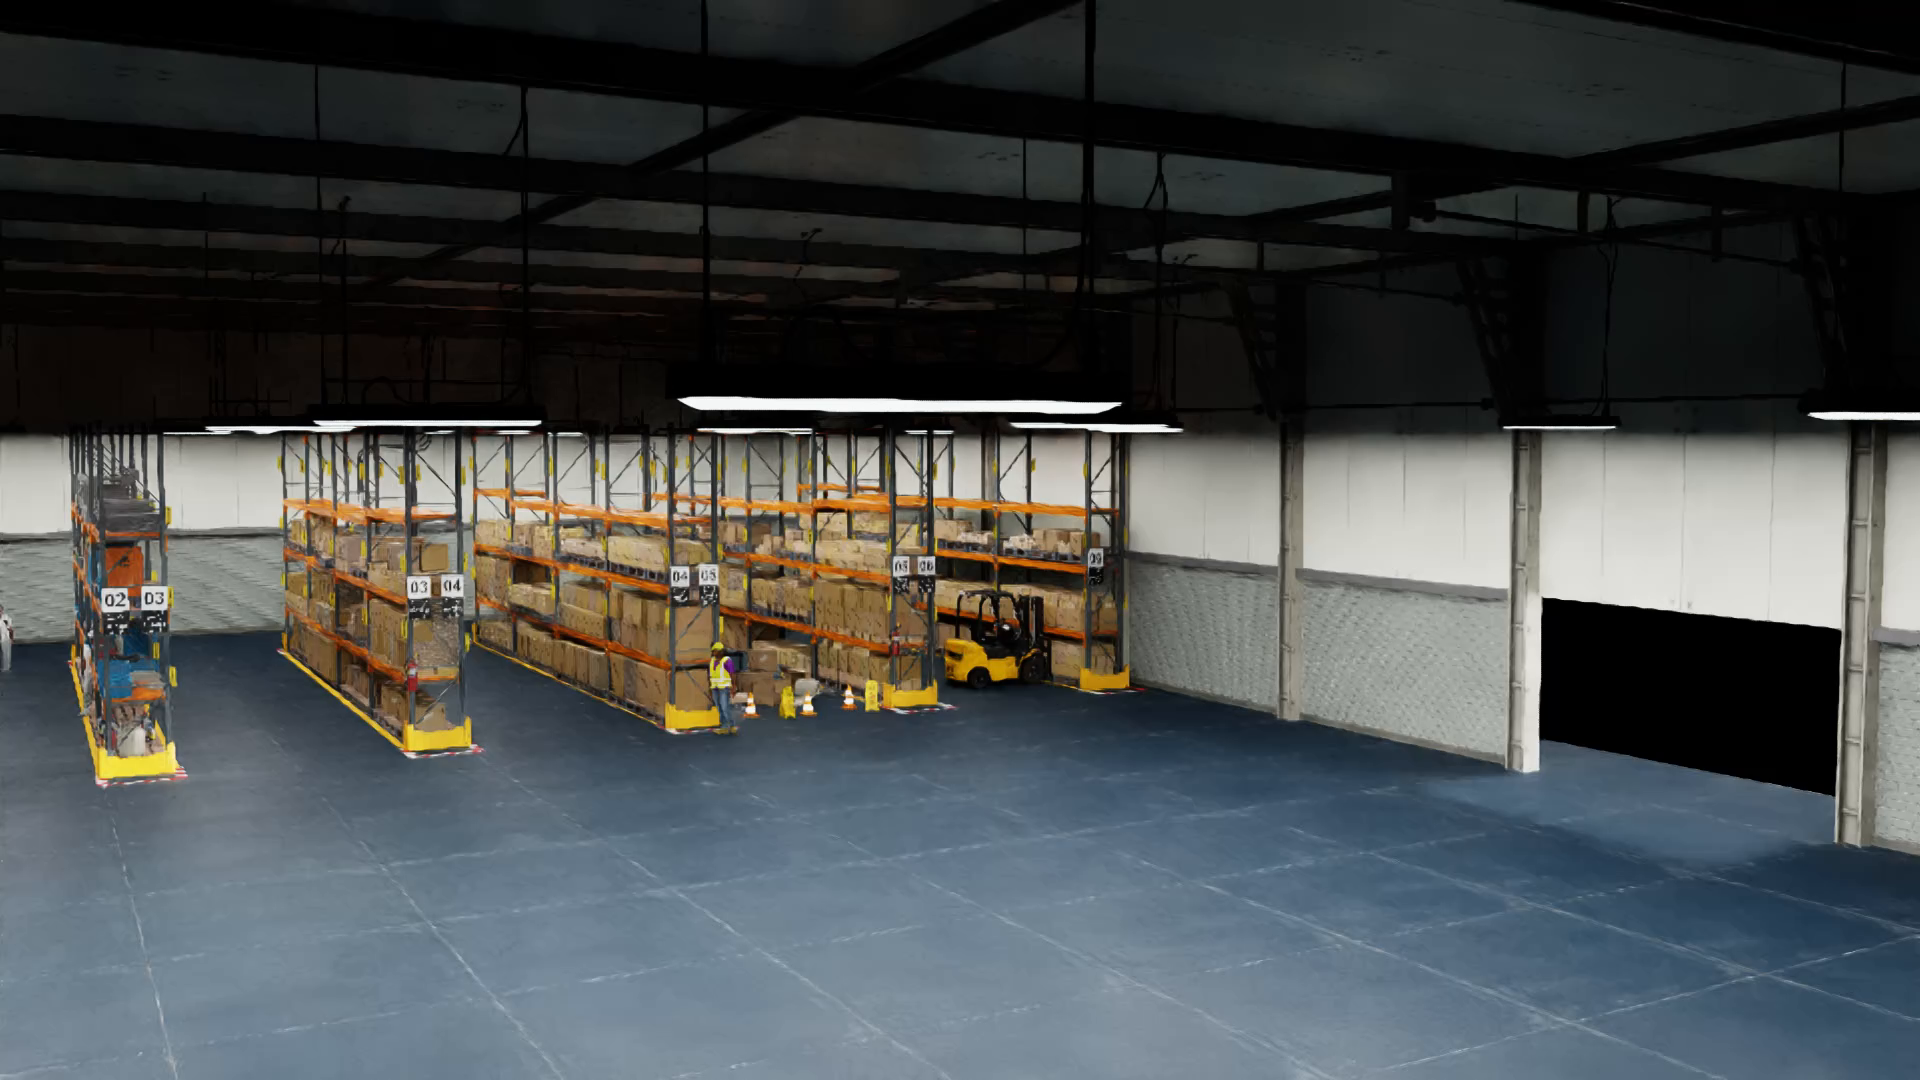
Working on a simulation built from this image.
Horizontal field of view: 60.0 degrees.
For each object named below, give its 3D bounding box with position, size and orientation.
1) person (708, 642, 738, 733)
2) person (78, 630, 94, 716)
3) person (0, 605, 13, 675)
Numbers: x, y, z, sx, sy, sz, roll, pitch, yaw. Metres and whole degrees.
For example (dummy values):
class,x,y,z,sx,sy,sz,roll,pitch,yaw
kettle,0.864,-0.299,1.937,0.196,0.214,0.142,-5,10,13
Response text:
class,x,y,z,sx,sy,sz,roll,pitch,yaw
person,-4.578,2.851,32.050,0.652,1.759,0.398,2,4,30
person,-17.642,2.696,34.000,0.607,1.751,0.990,-1,4,-8
person,-23.142,2.392,40.077,0.542,1.675,1.126,-2,4,-27
